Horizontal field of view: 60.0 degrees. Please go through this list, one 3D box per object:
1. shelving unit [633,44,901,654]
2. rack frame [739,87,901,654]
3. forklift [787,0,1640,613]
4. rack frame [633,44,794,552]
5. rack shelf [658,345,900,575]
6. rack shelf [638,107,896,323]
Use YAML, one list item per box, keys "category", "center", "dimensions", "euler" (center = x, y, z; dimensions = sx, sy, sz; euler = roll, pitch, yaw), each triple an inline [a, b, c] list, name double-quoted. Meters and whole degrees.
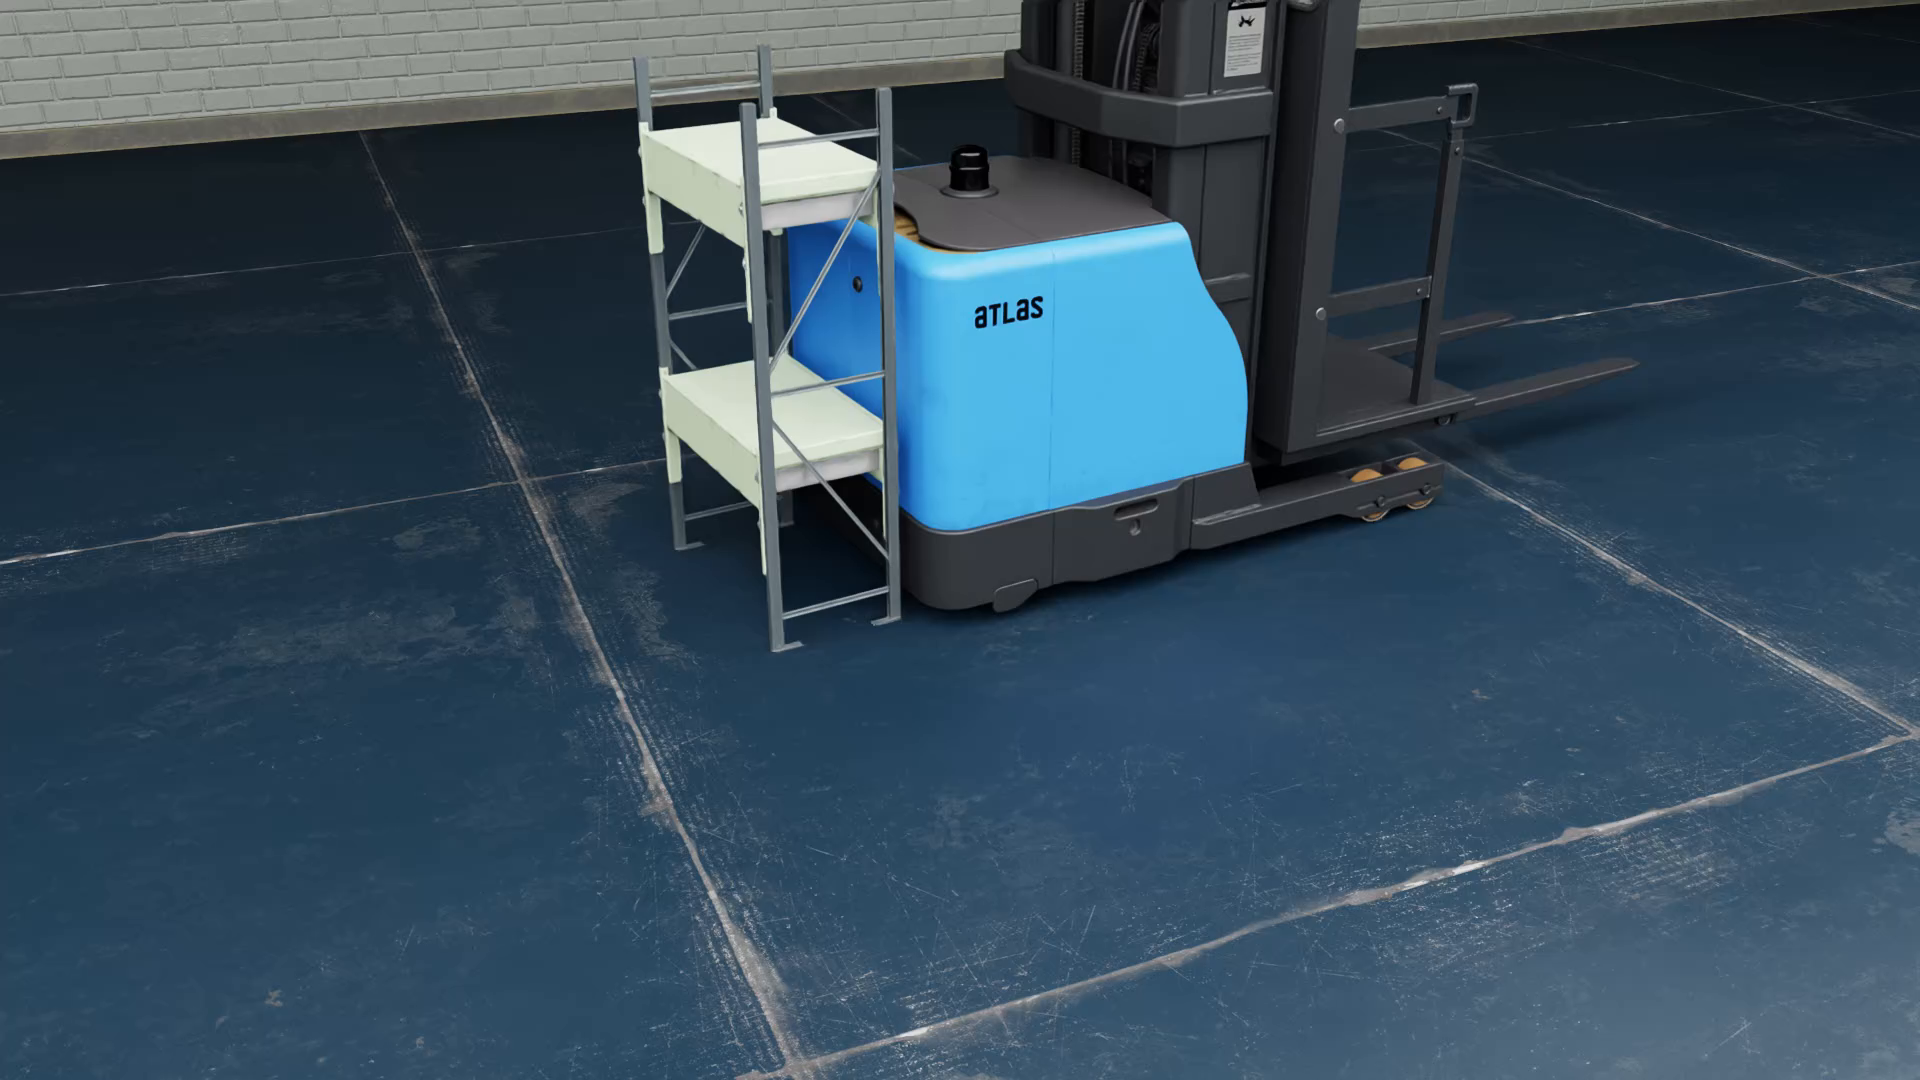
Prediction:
- category: "shelving unit"
  center: [-0.531, -0.544, 4.656]
  dimensions: [0.431, 1.500, 0.755]
  euler: [-14, 29, -27]
- category: "rack frame"
  center: [-0.348, -0.405, 4.371]
  dimensions: [0.400, 1.500, 0.023]
  euler: [-14, 29, -27]
- category: "forklift"
  center: [1.000, -1.564, 5.112]
  dimensions: [3.031, 2.935, 1.130]
  euler: [-14, 29, -26]
- category: "rack frame"
  center: [-0.713, -0.684, 4.941]
  dimensions: [0.400, 1.500, 0.023]
  euler: [-14, 29, -27]
- category: "rack shelf"
  center: [-0.531, -0.251, 4.799]
  dimensions: [0.431, 0.370, 0.720]
  euler: [-14, 29, -27]
- category: "rack shelf"
  center: [-0.531, -0.895, 4.484]
  dimensions: [0.431, 0.370, 0.720]
  euler: [-14, 29, -27]
